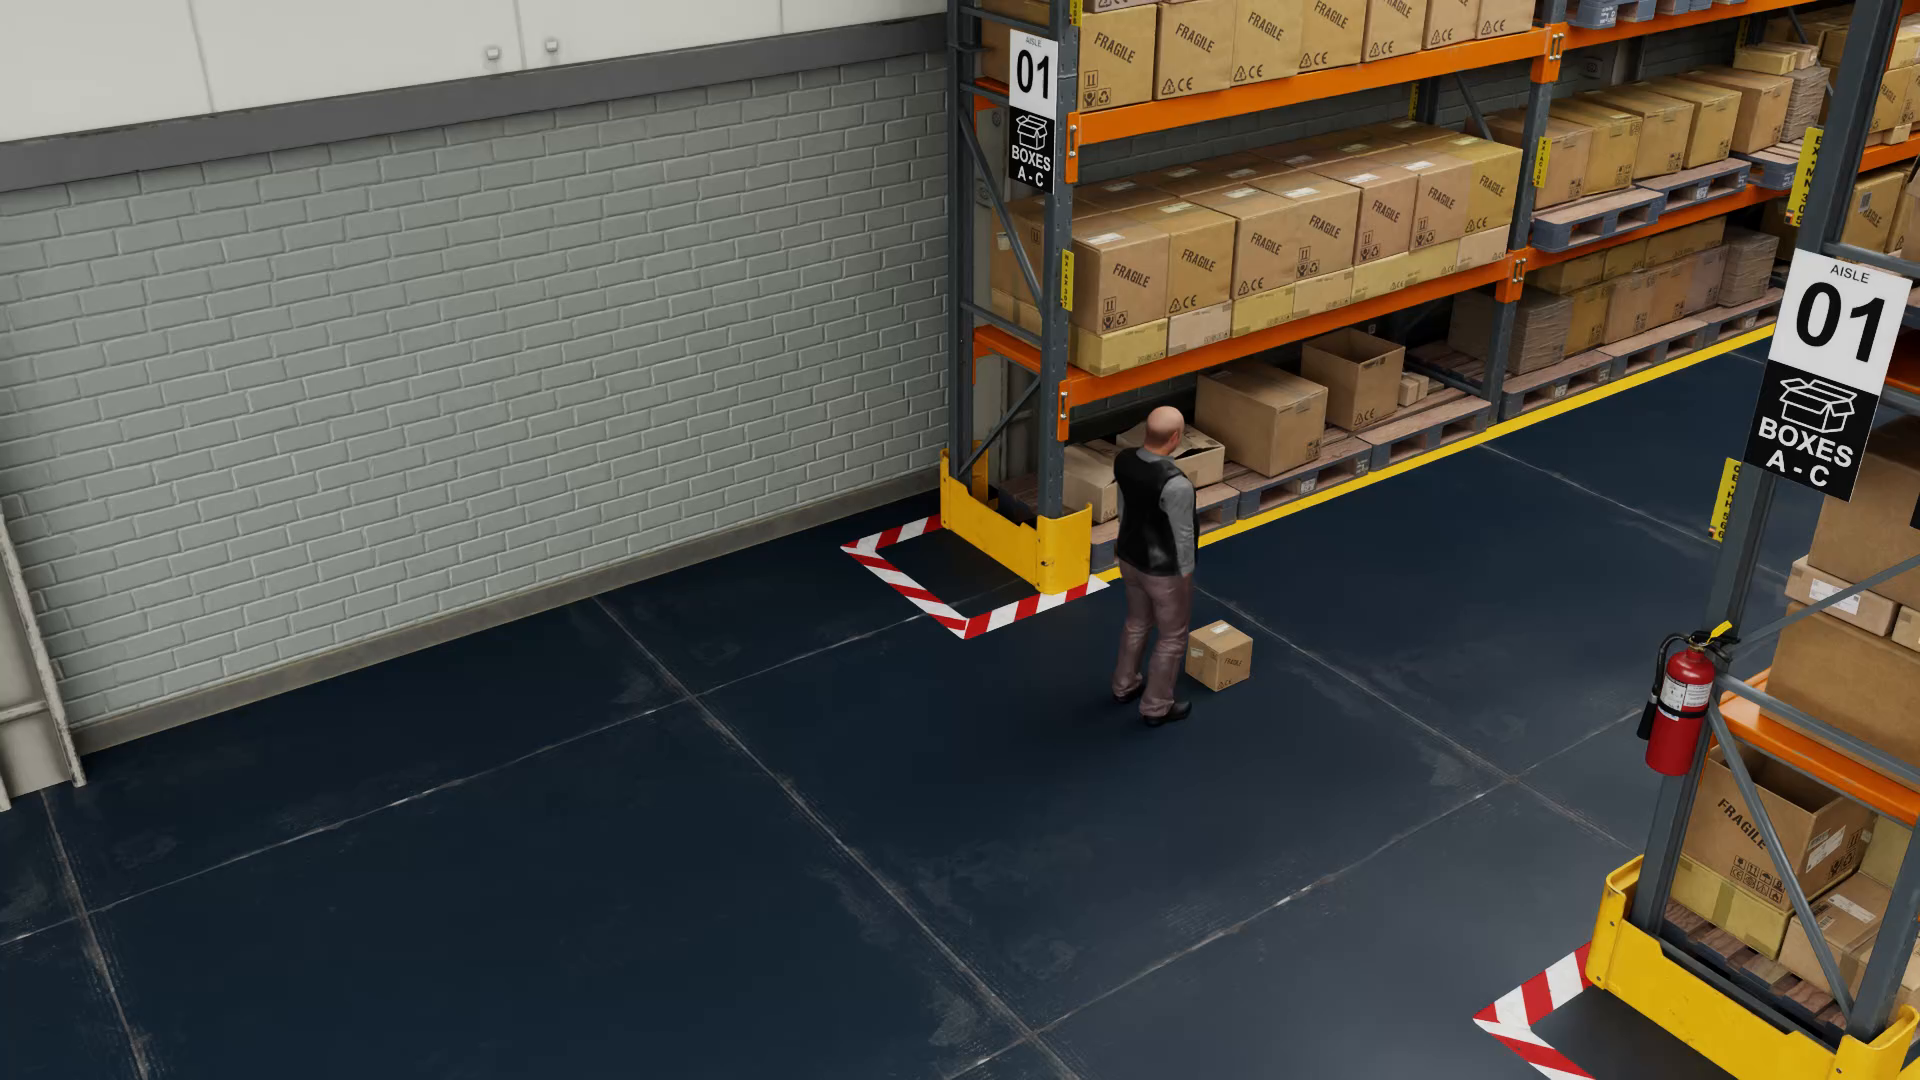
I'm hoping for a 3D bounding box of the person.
[{"bbox_3d":[0.985,0.117,8.451,0.353,1.712,0.535,-18,33,-30],"label":"person"}]
